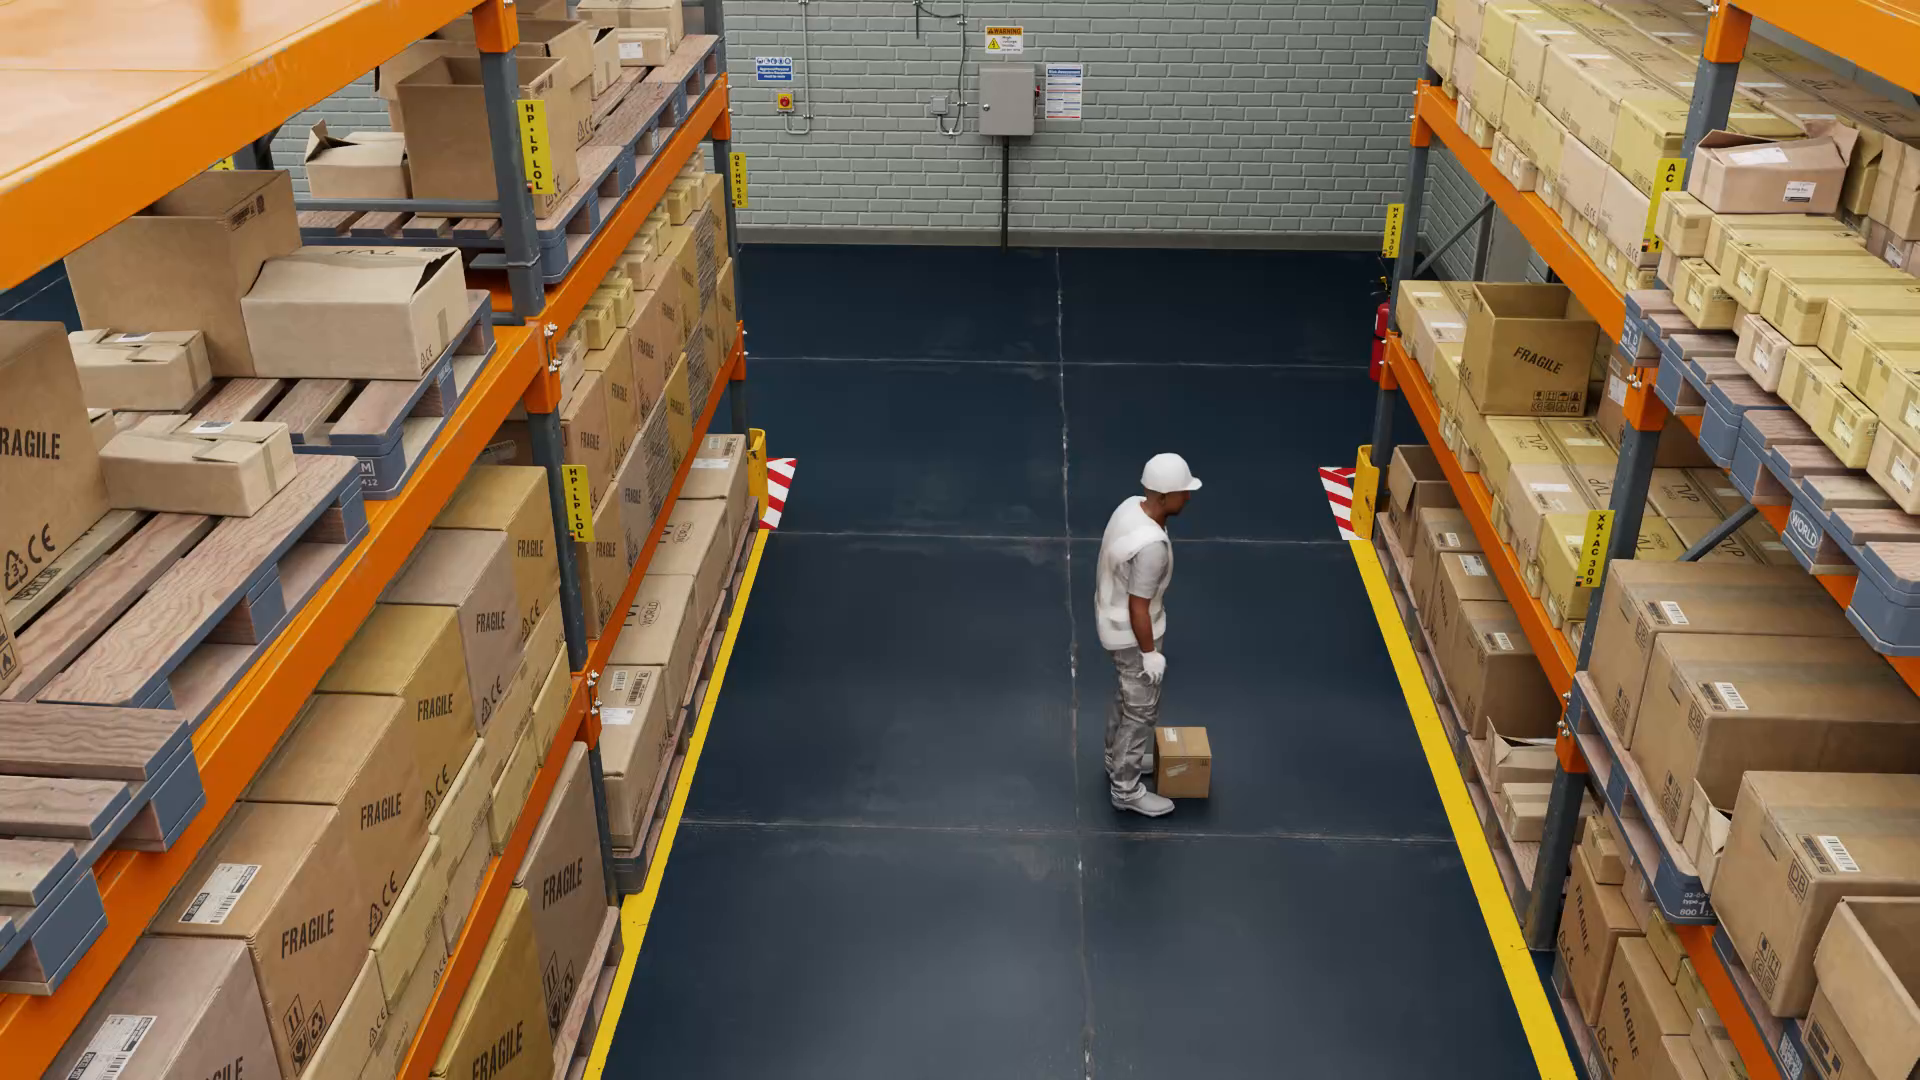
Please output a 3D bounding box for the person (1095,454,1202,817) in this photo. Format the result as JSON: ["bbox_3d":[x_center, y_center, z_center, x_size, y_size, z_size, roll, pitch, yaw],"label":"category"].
[{"bbox_3d":[0.861,0.420,7.809,0.454,1.774,0.622,1,28,1],"label":"person"}]
